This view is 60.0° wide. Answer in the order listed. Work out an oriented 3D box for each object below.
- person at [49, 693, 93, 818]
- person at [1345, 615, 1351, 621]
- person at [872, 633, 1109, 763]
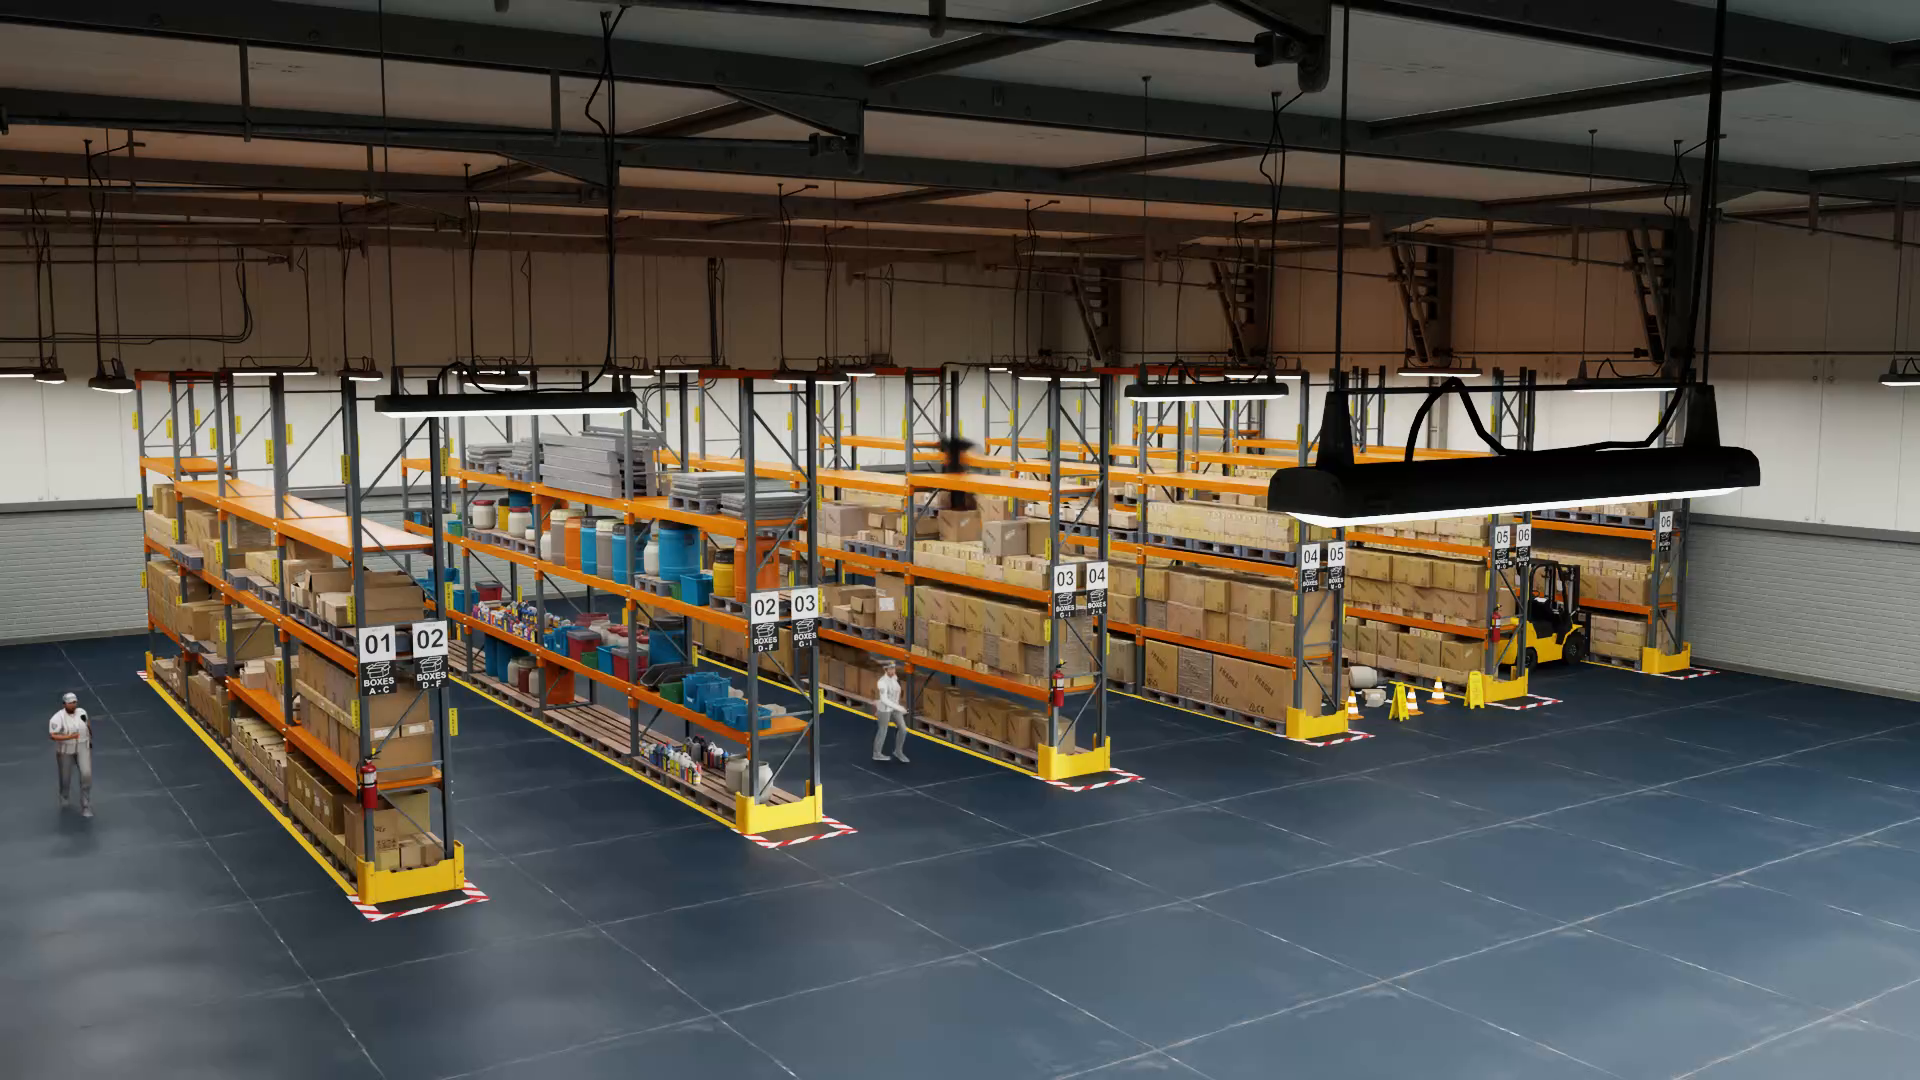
[{"bbox_3d":[-12.192,2.935,22.823,0.553,1.723,0.842,-5,8,-39],"label":"person"},{"bbox_3d":[8.497,1.645,35.902,0.552,1.311,0.538,6,9,43],"label":"person"},{"bbox_3d":[0.371,2.429,25.373,3.299,2.082,1.858,4,8,32],"label":"person"}]
